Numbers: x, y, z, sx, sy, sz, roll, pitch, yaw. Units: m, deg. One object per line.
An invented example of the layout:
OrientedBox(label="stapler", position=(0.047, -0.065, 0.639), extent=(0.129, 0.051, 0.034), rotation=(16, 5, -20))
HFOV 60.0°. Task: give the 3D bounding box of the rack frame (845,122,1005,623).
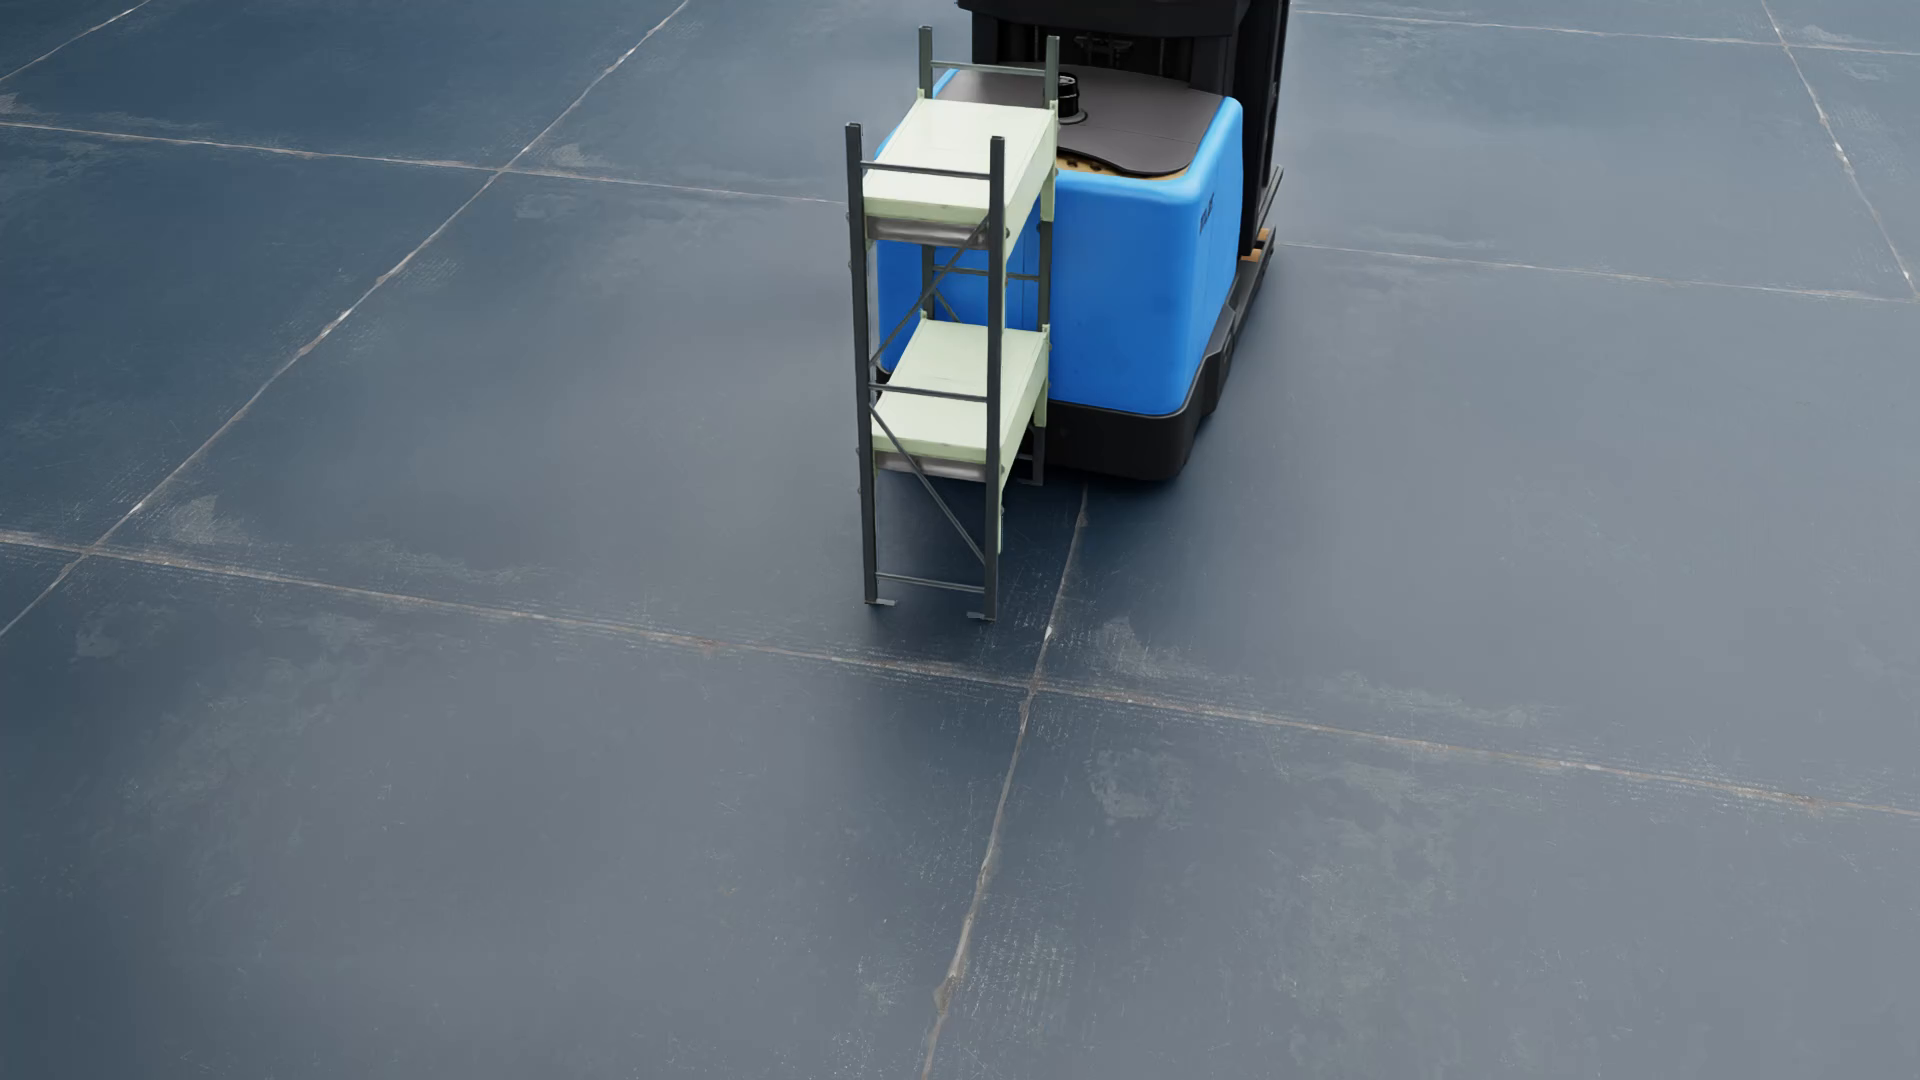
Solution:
OrientedBox(label="rack frame", position=(-0.087, -0.396, 4.518), extent=(0.400, 1.500, 0.023), rotation=(8, 37, 11))

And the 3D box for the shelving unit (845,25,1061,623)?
OrientedBox(label="shelving unit", position=(-0.004, -0.605, 4.807), extent=(0.431, 1.500, 0.755), rotation=(8, 37, 11))

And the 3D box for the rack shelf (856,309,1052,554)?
OrientedBox(label="rack shelf", position=(-0.004, -0.341, 4.998), extent=(0.431, 0.370, 0.720), rotation=(8, 37, 11))

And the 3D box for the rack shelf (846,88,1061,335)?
OrientedBox(label="rack shelf", position=(-0.003, -0.921, 4.578), extent=(0.431, 0.370, 0.720), rotation=(8, 37, 11))

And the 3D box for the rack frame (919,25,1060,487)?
OrientedBox(label="rack frame", position=(0.080, -0.815, 5.095), extent=(0.400, 1.500, 0.023), rotation=(8, 37, 11))

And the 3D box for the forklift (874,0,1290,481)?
OrientedBox(label="forklift", position=(0.651, -2.243, 5.848), extent=(1.130, 2.935, 3.031), rotation=(11, 37, 14))
